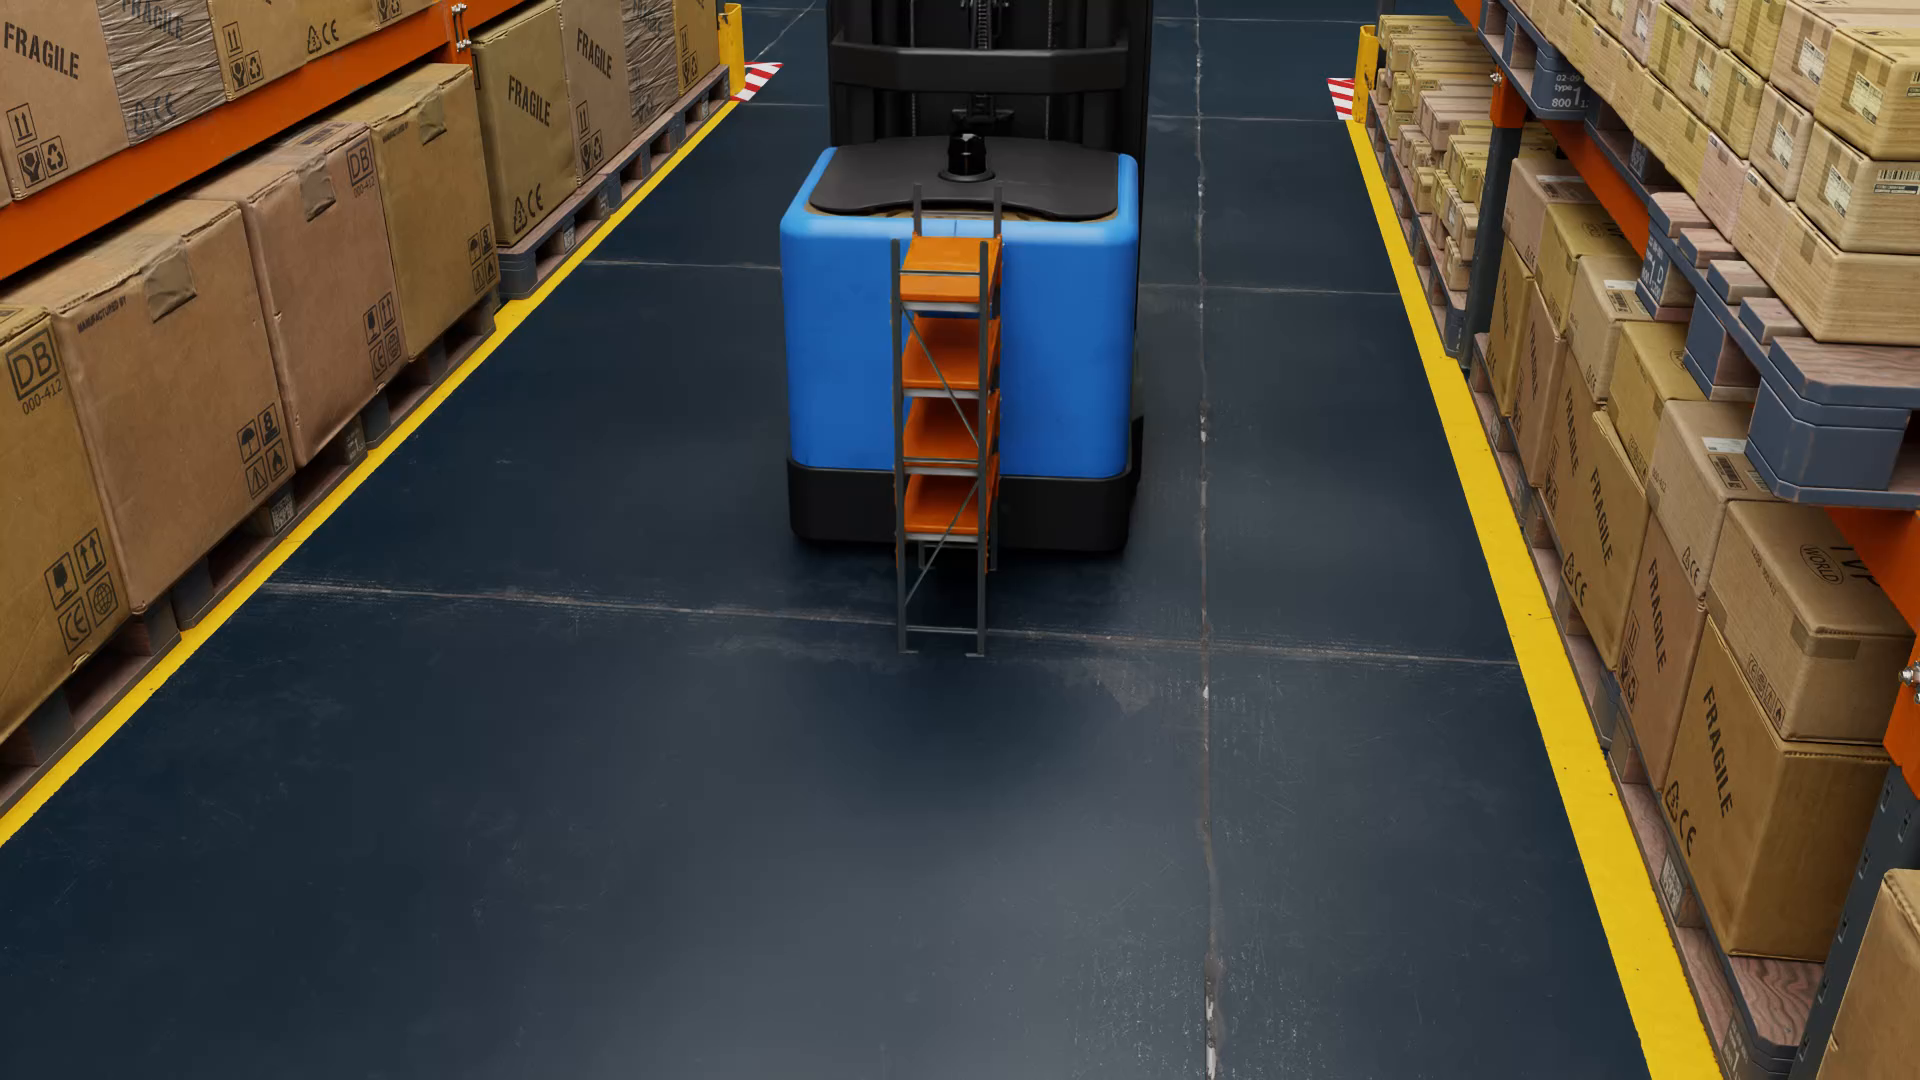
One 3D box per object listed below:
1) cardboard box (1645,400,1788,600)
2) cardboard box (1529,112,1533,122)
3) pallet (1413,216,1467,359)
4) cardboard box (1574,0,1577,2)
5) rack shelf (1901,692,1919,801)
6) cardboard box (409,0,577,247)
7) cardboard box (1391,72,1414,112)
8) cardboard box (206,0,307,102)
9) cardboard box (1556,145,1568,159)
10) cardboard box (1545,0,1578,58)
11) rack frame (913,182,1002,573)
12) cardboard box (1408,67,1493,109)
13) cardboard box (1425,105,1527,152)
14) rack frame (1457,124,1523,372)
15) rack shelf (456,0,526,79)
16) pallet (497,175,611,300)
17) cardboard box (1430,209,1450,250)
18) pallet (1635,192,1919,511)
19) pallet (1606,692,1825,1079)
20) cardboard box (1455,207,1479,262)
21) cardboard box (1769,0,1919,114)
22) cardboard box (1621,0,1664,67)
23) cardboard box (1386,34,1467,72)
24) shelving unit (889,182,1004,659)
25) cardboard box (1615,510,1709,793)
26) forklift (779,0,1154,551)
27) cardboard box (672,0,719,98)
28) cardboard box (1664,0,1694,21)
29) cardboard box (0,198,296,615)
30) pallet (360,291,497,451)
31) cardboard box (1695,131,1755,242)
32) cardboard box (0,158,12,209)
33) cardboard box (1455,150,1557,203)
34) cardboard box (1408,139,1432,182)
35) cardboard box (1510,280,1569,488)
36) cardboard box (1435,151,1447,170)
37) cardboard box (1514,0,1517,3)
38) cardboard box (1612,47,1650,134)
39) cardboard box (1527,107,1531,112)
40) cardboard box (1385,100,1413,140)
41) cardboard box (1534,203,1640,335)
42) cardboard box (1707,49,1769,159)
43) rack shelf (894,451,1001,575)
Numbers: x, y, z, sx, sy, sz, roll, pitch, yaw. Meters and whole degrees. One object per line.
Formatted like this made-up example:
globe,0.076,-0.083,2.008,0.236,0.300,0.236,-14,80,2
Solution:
cardboard box,1.837,-0.082,3.642,0.500,0.250,0.500,4,29,7
cardboard box,2.998,-2.045,8.132,0.380,0.149,0.250,5,29,9
pallet,2.499,-1.066,7.005,1.003,0.211,1.213,3,28,6
cardboard box,1.824,-1.528,4.433,0.380,0.149,0.250,4,29,8
rack shelf,1.717,1.166,0.681,1.077,0.370,4.000,3,28,6
cardboard box,-2.298,-1.866,7.349,0.875,0.875,0.875,3,28,6
cardboard box,2.452,-2.326,8.655,0.380,0.149,0.250,4,29,8
cardboard box,-2.369,-1.640,5.026,0.500,0.500,0.500,3,28,6
cardboard box,2.784,-1.689,7.158,0.380,0.149,0.250,3,28,5
cardboard box,1.822,-1.404,4.516,0.380,0.149,0.250,2,28,4
rack frame,-0.007,-0.437,4.796,0.240,1.200,0.015,2,28,5
cardboard box,2.399,-2.202,8.110,0.380,0.149,0.250,4,29,7
cardboard box,2.303,-1.840,7.438,0.380,0.149,0.250,2,28,4
rack frame,2.452,-1.975,5.753,1.000,3.000,0.127,3,28,6
rack shelf,-2.213,-2.935,8.295,1.077,0.370,4.000,3,28,6
pallet,-2.287,-1.437,7.694,1.003,0.211,1.213,3,28,6
cardboard box,2.245,-1.355,7.165,0.380,0.149,0.250,2,28,5
pallet,1.944,-0.349,2.938,1.213,0.211,1.003,3,28,6
pallet,2.059,0.768,3.602,1.003,0.211,1.213,3,28,6
cardboard box,2.175,-1.202,6.569,0.380,0.149,0.250,4,29,7
cardboard box,1.600,-0.804,2.774,0.380,0.149,0.250,3,28,6
cardboard box,1.727,-1.164,3.756,0.380,0.149,0.250,4,29,7
cardboard box,2.468,-2.575,8.802,0.380,0.149,0.250,3,28,6
shelving unit,-0.029,-0.321,4.582,0.258,1.200,0.503,2,28,5
cardboard box,1.851,0.254,3.808,0.500,0.500,0.500,4,29,8
forklift,0.120,-1.925,5.733,1.130,2.935,3.031,2,28,5
cardboard box,-1.967,-3.137,9.708,0.875,0.875,0.875,3,28,6
cardboard box,1.697,-1.166,3.447,0.380,0.149,0.250,3,28,6
cardboard box,-2.726,-0.420,4.665,1.225,0.875,0.875,3,29,6
pallet,-2.478,-0.716,6.356,1.003,0.211,1.213,3,28,6
cardboard box,1.630,-0.663,3.140,0.380,0.149,0.250,4,29,7
cardboard box,-2.558,-0.928,3.704,0.500,0.500,0.500,3,28,5
cardboard box,2.229,-1.472,6.755,0.380,0.149,0.250,4,29,7
cardboard box,2.384,-1.831,8.048,0.380,0.149,0.250,3,28,6
cardboard box,2.035,-0.478,5.167,0.500,0.500,0.500,5,29,8
cardboard box,2.351,-1.691,7.476,0.380,0.149,0.250,4,29,7
cardboard box,1.919,-1.760,5.176,0.380,0.149,0.250,4,29,7
cardboard box,1.729,-1.029,3.819,0.380,0.149,0.250,4,29,8
cardboard box,2.921,-2.176,8.062,0.380,0.149,0.250,2,28,4
cardboard box,2.446,-2.200,8.735,0.380,0.149,0.250,4,29,7
cardboard box,2.037,-0.806,4.986,0.500,0.250,0.500,4,29,8
cardboard box,1.631,-0.806,3.092,0.380,0.149,0.250,4,29,7
rack shelf,-0.029,-0.087,4.708,0.258,0.148,0.480,2,28,5
